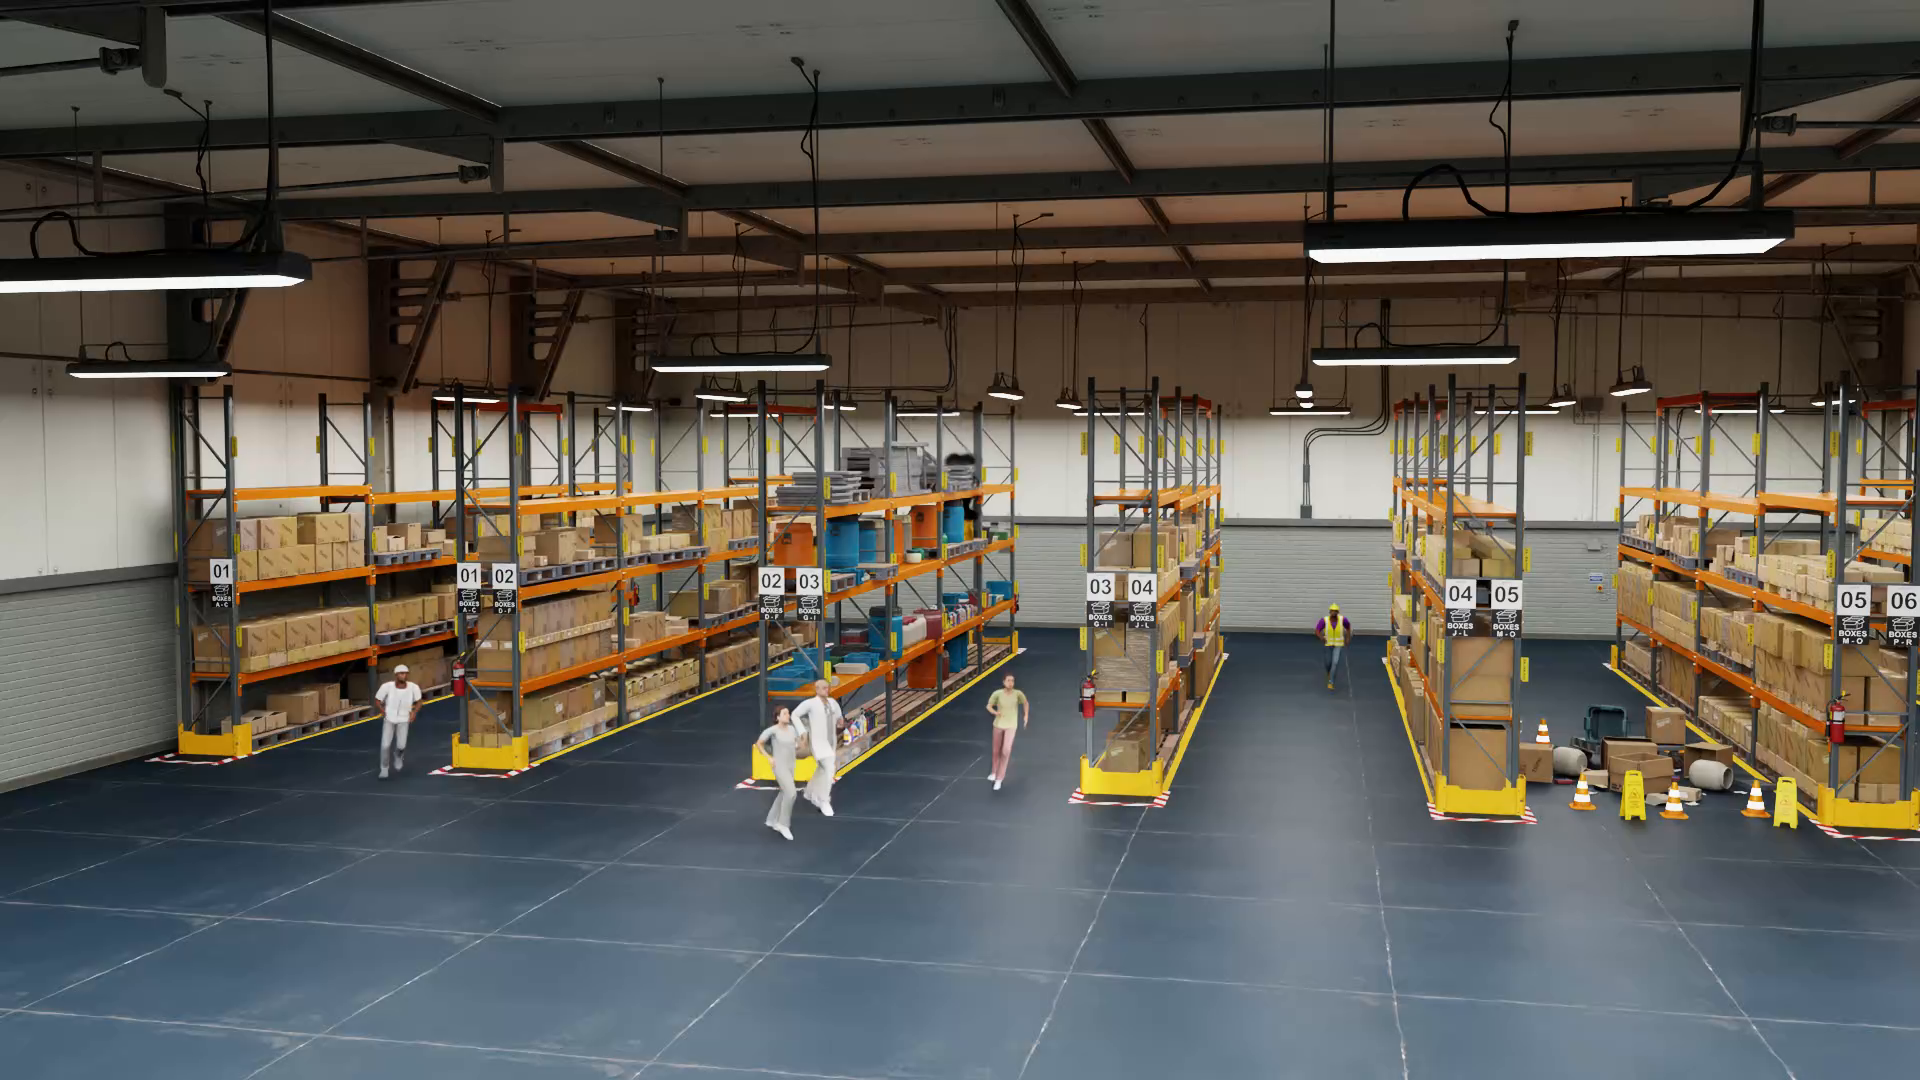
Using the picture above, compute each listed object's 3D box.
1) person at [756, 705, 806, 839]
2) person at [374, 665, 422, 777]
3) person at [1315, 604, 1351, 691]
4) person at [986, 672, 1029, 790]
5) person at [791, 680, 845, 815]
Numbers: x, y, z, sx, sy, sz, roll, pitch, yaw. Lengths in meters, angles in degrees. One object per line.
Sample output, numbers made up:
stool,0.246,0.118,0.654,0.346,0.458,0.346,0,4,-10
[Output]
person,-2.267,2.974,21.380,0.682,1.710,0.545,2,4,37
person,-8.558,2.740,25.335,0.701,1.687,0.550,-1,3,-20
person,7.752,2.199,34.571,0.725,1.755,0.965,1,3,12
person,0.697,2.802,24.575,0.621,1.703,0.700,0,3,2
person,-1.893,2.864,22.840,0.831,1.801,0.668,3,4,39
